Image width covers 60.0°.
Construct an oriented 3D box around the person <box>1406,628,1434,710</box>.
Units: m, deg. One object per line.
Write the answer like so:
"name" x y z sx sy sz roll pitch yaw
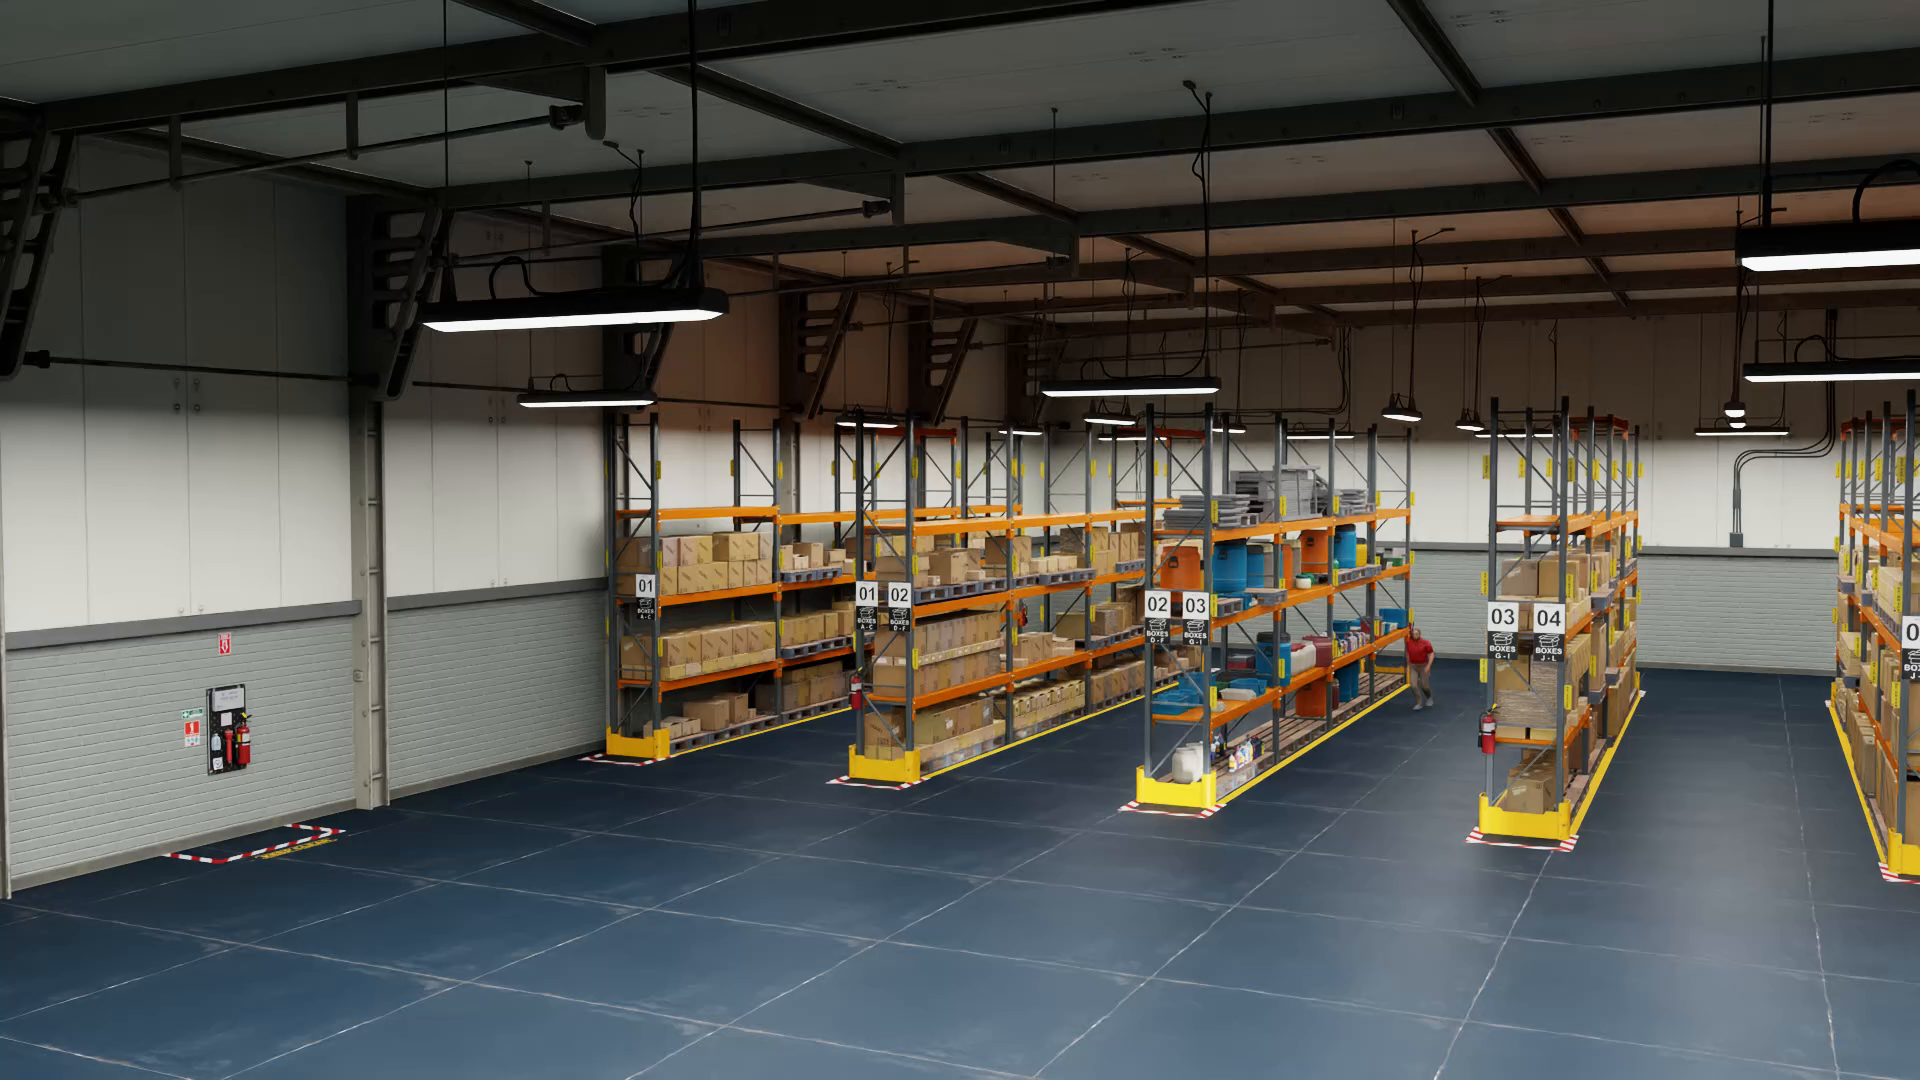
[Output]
"person" 9.676 2.693 34.892 0.598 1.701 0.632 2 3 35
